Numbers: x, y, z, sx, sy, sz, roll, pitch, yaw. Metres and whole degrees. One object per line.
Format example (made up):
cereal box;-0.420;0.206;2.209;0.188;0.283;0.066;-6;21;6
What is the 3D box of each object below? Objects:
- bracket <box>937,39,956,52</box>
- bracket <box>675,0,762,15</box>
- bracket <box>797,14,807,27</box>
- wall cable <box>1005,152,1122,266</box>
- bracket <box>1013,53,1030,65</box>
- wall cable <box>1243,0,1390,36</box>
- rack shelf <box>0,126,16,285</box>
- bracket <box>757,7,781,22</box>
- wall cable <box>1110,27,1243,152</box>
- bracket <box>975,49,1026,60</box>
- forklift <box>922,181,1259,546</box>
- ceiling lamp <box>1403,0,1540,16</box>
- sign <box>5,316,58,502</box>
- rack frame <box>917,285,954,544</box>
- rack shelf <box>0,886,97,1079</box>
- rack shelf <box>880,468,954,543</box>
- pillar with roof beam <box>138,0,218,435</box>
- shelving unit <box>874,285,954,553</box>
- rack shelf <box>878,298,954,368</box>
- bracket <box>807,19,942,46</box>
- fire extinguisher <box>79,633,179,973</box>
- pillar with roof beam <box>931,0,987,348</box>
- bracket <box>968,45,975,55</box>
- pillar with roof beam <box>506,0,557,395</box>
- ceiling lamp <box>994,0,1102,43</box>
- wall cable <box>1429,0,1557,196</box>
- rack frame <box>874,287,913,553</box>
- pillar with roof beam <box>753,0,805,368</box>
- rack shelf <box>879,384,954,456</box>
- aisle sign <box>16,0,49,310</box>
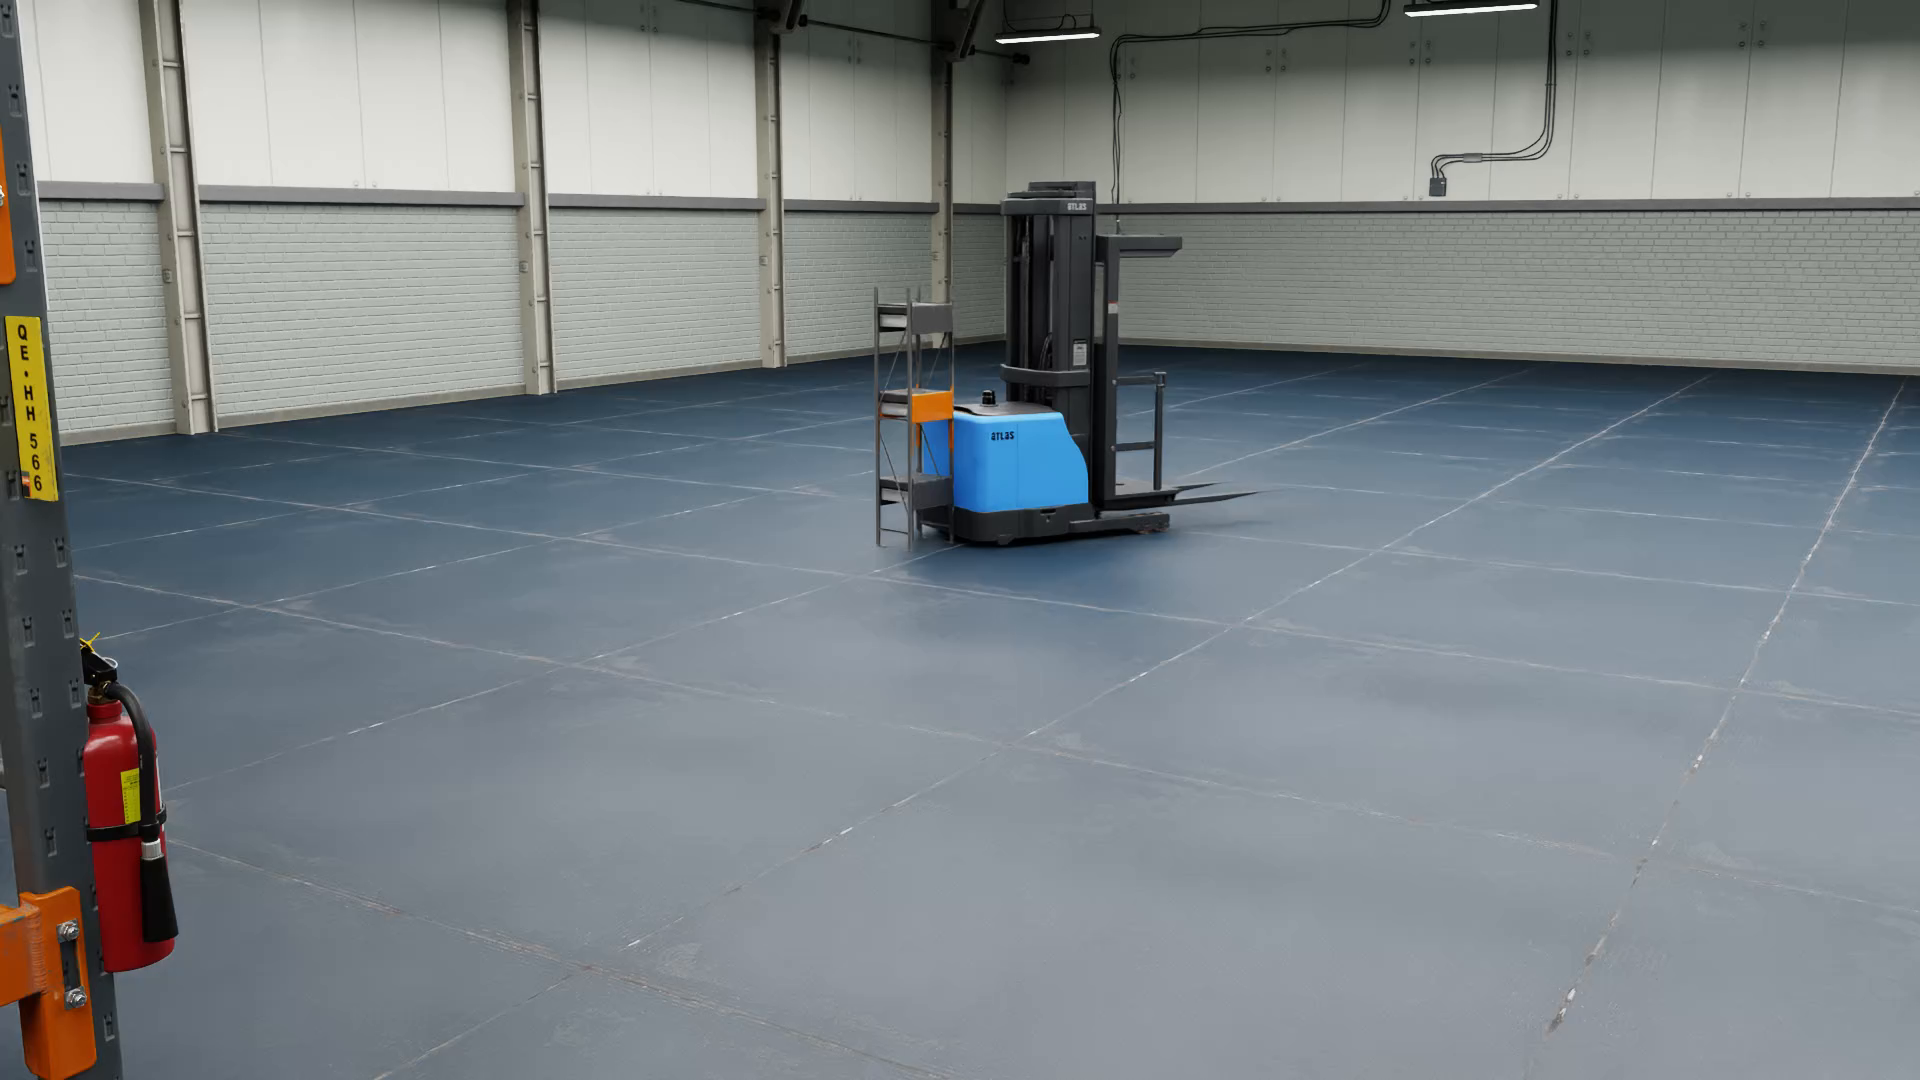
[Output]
bracket;-0.296;-10.299;34.642;0.235;0.232;0.430;6;12;31
bracket;-4.749;-8.950;27.438;0.076;0.066;4.783;6;12;31
bracket;-2.981;-9.485;30.299;0.235;0.232;0.430;6;12;31
wall cable;2.275;-7.439;37.589;3.097;2.526;0.112;6;12;31
bracket;1.365;-10.802;37.331;0.235;0.232;0.430;6;12;31
wall cable;7.232;-11.603;33.746;3.097;2.526;0.112;6;12;31
rack shelf;-3.152;-0.371;1.501;1.077;0.370;4.000;6;12;31
bracket;-3.411;-9.355;29.602;0.235;0.232;0.430;6;12;31
wall cable;4.587;-9.663;35.744;3.097;2.526;0.112;6;12;31
bracket;1.058;-10.709;36.834;0.076;0.066;3.189;6;12;31
forklift;1.211;-1.569;14.285;3.031;2.935;1.130;-6;12;-29
ceiling lamp;7.985;-9.730;25.525;2.000;3.185;0.800;6;12;31
sign;-1.650;-0.233;2.956;0.100;0.325;0.005;6;12;31
rack frame;-0.202;-1.023;13.628;0.400;2.100;0.015;10;14;42
rack shelf;-3.152;1.104;1.777;1.077;0.370;4.000;6;12;31
rack shelf;-0.367;-0.289;13.583;0.431;0.518;0.480;10;14;42
pillar with roof beam;-6.050;-5.386;18.185;9.100;9.000;0.400;6;12;31
shelving unit;-0.367;-0.990;13.452;0.431;2.100;0.503;10;14;42
rack shelf;-0.367;-1.665;13.325;0.431;0.518;0.480;10;14;42
bracket;-1.634;-9.893;32.478;0.076;0.066;4.783;6;12;31
fire extinguisher;-1.661;0.499;3.259;0.296;0.674;0.183;6;12;31
pillar with roof beam;3.295;-8.217;33.307;9.100;9.000;0.548;6;12;31
bracket;0.135;-10.429;35.340;0.235;0.232;0.430;6;12;31
pillar with roof beam;-2.935;-6.330;23.226;9.100;9.000;0.400;6;12;31
ceiling lamp;1.669;-10.436;29.296;2.000;3.185;0.800;6;12;31
wall cable;10.381;-9.728;32.133;2.305;6.003;0.169;6;12;31
rack frame;-0.533;-0.957;13.275;0.400;2.100;0.015;10;14;42
pillar with roof beam;0.180;-7.274;28.266;9.100;9.000;0.548;6;12;31
rack shelf;-0.367;-0.977;13.454;0.431;0.518;0.480;10;14;42
aisle sign;-1.825;-0.823;3.051;0.394;0.787;0.004;6;12;31
